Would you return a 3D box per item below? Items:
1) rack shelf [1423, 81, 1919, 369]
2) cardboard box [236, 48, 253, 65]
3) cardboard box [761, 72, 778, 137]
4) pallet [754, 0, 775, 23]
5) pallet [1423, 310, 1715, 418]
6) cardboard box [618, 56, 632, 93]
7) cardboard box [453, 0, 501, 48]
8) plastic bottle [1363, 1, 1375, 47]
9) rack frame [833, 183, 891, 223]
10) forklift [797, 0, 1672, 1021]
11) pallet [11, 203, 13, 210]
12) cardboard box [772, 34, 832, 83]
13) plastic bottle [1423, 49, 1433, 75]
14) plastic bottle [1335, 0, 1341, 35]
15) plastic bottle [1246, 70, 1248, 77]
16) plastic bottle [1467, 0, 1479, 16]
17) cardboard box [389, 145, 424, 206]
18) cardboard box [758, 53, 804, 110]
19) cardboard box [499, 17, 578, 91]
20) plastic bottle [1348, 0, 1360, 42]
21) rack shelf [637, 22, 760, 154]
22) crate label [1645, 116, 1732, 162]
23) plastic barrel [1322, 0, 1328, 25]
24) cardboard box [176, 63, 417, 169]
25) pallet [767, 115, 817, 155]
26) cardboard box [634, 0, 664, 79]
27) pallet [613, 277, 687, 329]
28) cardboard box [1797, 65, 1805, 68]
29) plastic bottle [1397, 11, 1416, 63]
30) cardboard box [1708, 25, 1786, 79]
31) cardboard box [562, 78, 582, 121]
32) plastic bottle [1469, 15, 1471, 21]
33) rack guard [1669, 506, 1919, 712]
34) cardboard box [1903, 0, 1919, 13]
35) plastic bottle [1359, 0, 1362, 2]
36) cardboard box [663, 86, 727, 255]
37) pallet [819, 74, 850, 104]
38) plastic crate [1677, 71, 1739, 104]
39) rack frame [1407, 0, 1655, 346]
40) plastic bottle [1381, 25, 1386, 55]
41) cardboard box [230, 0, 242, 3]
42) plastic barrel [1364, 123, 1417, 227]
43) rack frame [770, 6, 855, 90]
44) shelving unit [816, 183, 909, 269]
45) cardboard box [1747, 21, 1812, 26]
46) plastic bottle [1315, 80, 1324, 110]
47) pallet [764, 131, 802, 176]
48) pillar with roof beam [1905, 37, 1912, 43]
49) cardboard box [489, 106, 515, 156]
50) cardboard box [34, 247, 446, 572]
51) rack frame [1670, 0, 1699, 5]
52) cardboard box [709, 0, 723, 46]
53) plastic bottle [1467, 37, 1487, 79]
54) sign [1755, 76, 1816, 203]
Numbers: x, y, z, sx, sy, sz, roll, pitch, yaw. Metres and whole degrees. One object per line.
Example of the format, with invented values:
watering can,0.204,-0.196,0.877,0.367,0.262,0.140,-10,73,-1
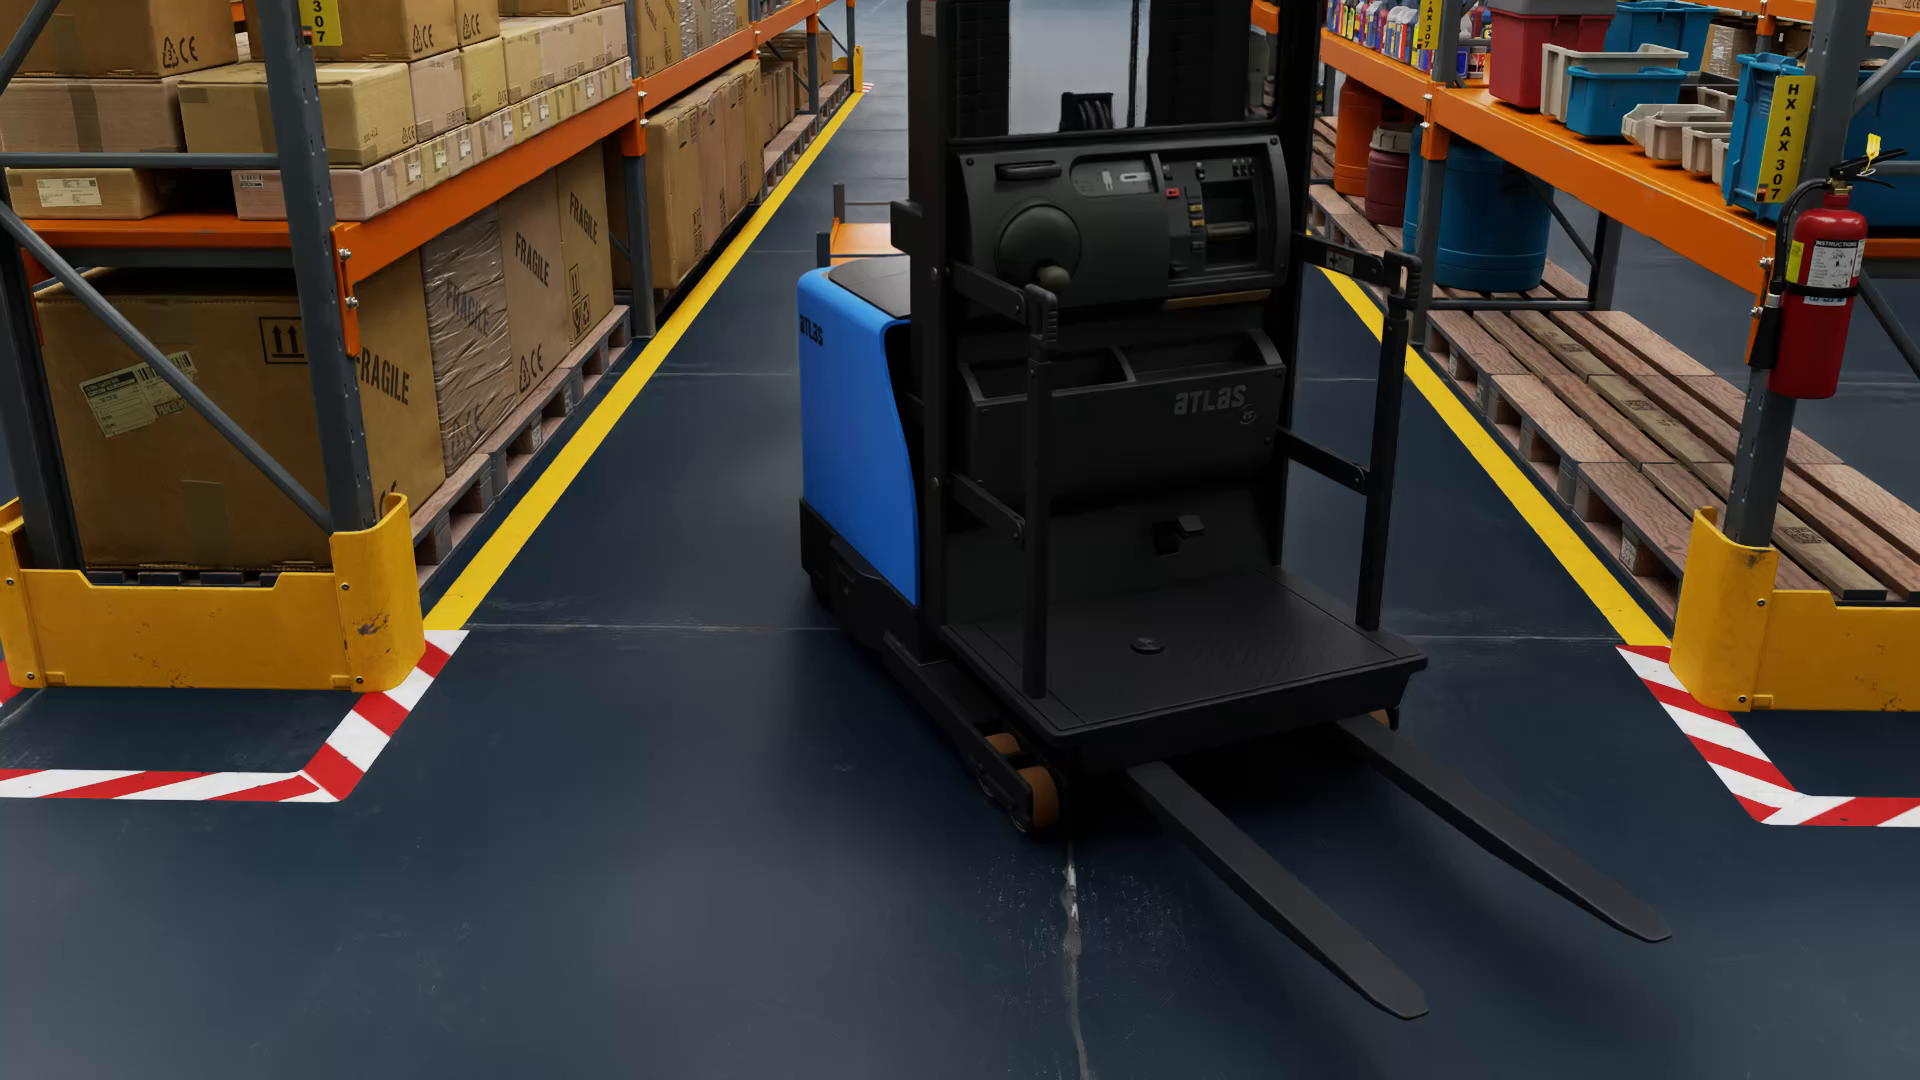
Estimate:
rack shelf,2.774,-1.360,6.382,1.077,0.370,4.000,1,21,2
cardboard box,-2.471,-1.457,5.434,0.500,0.250,0.500,0,21,1
cardboard box,-1.962,-3.809,14.547,0.700,0.500,0.500,-1,21,-3
pallet,-2.079,-4.089,12.686,1.213,0.211,1.003,1,21,2
pallet,2.852,-0.852,7.934,1.003,0.211,1.213,1,21,2
cardboard box,-1.797,-2.242,8.008,0.380,0.149,0.250,1,21,2
cardboard box,-1.928,-1.984,5.755,0.500,0.500,0.500,0,21,0
plastic bottle,2.555,-3.193,10.289,0.097,0.271,0.097,0,21,0
rack frame,-0.247,-0.875,6.730,0.500,1.125,0.032,0,21,-1
forklift,0.524,-0.813,4.073,1.130,2.935,3.031,-9,23,-22
pallet,-6.974,-2.428,11.995,1.003,0.211,1.213,1,21,2
cardboard box,-1.770,-5.400,18.675,0.500,0.500,0.500,6,22,16
plastic bottle,2.486,-2.595,8.730,0.061,0.283,0.133,1,21,2
plastic bottle,2.565,-3.539,11.165,0.061,0.283,0.133,1,21,2
plastic bottle,2.929,-4.680,17.092,0.061,0.283,0.133,1,21,2
plastic bottle,3.330,-3.388,10.793,0.097,0.271,0.097,0,21,0
cardboard box,-1.890,-1.127,5.135,0.380,0.149,0.250,0,21,1
cardboard box,-1.820,-4.540,16.459,0.500,0.500,0.500,0,21,0
cardboard box,-1.895,-2.008,6.853,0.500,0.250,0.500,1,21,3
plastic bottle,2.550,-3.359,10.701,0.061,0.283,0.133,1,21,2
rack shelf,-2.055,-2.861,10.250,1.077,0.370,4.000,1,21,2
crate label,2.565,-1.380,5.720,0.396,0.136,0.243,1,21,2
plastic barrel,2.668,-4.100,12.260,0.600,0.536,0.708,1,21,2
cardboard box,-1.953,-1.266,4.942,0.500,0.250,0.500,0,21,0
pallet,-1.894,-3.784,15.490,1.003,0.211,1.213,1,21,2
cardboard box,-1.852,-2.683,8.660,0.500,0.500,0.500,1,21,2
pallet,-2.167,-1.453,9.482,1.003,0.211,1.213,1,21,2
cardboard box,7.748,-4.103,14.902,0.500,0.311,0.500,0,21,1
plastic bottle,2.551,-2.821,9.325,0.152,0.276,0.135,1,21,2
cardboard box,7.852,-4.870,16.616,0.500,0.500,0.500,1,21,2
cardboard box,-1.828,-1.870,7.049,0.380,0.149,0.250,1,21,3
plastic bottle,3.327,-3.320,10.715,0.097,0.201,0.097,0,21,0
rack guard,2.726,0.202,4.818,1.175,0.500,0.348,1,21,2
cardboard box,7.943,-4.463,13.245,0.500,0.500,0.500,0,21,-1
plastic bottle,2.637,-3.443,10.932,0.097,0.271,0.097,0,21,0
cardboard box,-2.090,-2.233,9.994,1.225,0.875,0.875,0,21,0
pallet,-1.813,-5.191,19.116,1.003,0.211,1.213,1,21,2
plastic crate,3.070,-1.911,7.104,0.437,0.125,0.590,1,21,2
rack frame,2.835,-2.419,8.116,1.000,3.000,0.127,1,21,2
plastic bottle,2.538,-2.961,9.789,0.097,0.201,0.097,0,21,0
cardboard box,-6.606,-4.946,14.492,0.500,0.500,0.500,1,21,2
plastic barrel,2.925,-2.351,10.695,0.600,0.588,0.708,1,21,2
rack frame,-1.750,-6.812,19.439,1.000,3.000,0.127,1,21,2
shelving unit,-0.239,-0.692,6.256,0.538,1.125,1.048,0,21,-1
cardboard box,8.387,-5.045,17.068,0.500,0.500,0.500,1,21,2
plastic bottle,3.526,-4.355,16.269,0.097,0.271,0.097,0,21,0
pallet,-1.929,-3.342,14.350,1.003,0.211,1.213,1,21,2
pillar with roof beam,9.826,-11.400,22.968,9.100,9.000,0.400,1,21,2
cardboard box,-1.860,-1.499,6.094,0.380,0.149,0.250,0,21,1
cardboard box,-2.298,-0.464,5.436,0.875,0.875,0.875,1,21,2
rack frame,8.151,-6.702,19.154,1.000,3.000,0.127,1,21,2
cardboard box,-1.795,-3.417,10.550,0.500,0.500,0.500,0,21,0
plastic bottle,2.649,-2.478,8.542,0.097,0.201,0.097,0,21,0
sign,2.163,-1.049,4.359,0.100,0.325,0.005,1,21,2
